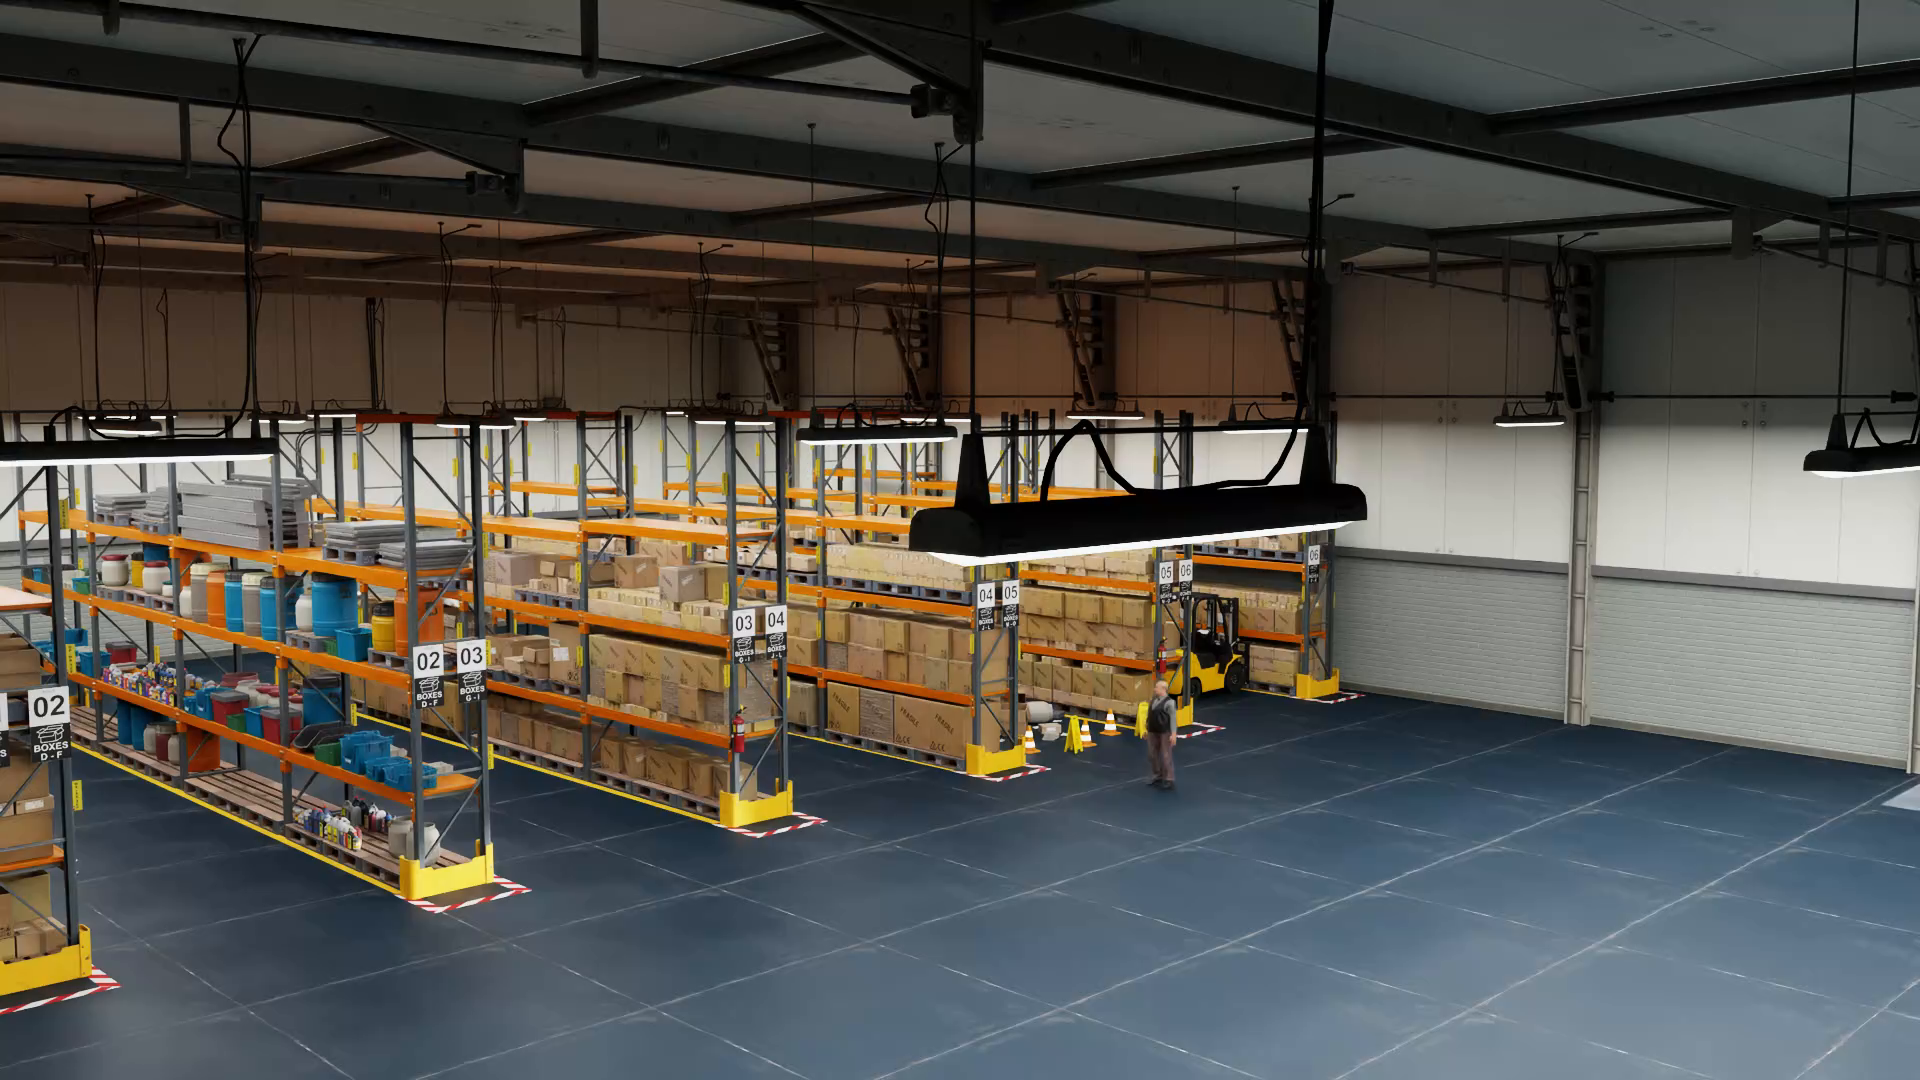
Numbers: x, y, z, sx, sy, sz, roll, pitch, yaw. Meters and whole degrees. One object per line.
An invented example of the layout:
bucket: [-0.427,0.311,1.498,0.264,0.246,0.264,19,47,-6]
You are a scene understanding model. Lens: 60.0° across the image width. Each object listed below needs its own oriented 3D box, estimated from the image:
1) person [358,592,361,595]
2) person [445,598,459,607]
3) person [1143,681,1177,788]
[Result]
person: [-14.044,2.087,39.050,0.992,1.754,0.662,5,7,44]
person: [-12.100,1.976,39.921,0.404,1.803,0.583,0,5,6]
person: [3.240,3.143,26.892,0.636,1.756,0.388,5,7,45]
